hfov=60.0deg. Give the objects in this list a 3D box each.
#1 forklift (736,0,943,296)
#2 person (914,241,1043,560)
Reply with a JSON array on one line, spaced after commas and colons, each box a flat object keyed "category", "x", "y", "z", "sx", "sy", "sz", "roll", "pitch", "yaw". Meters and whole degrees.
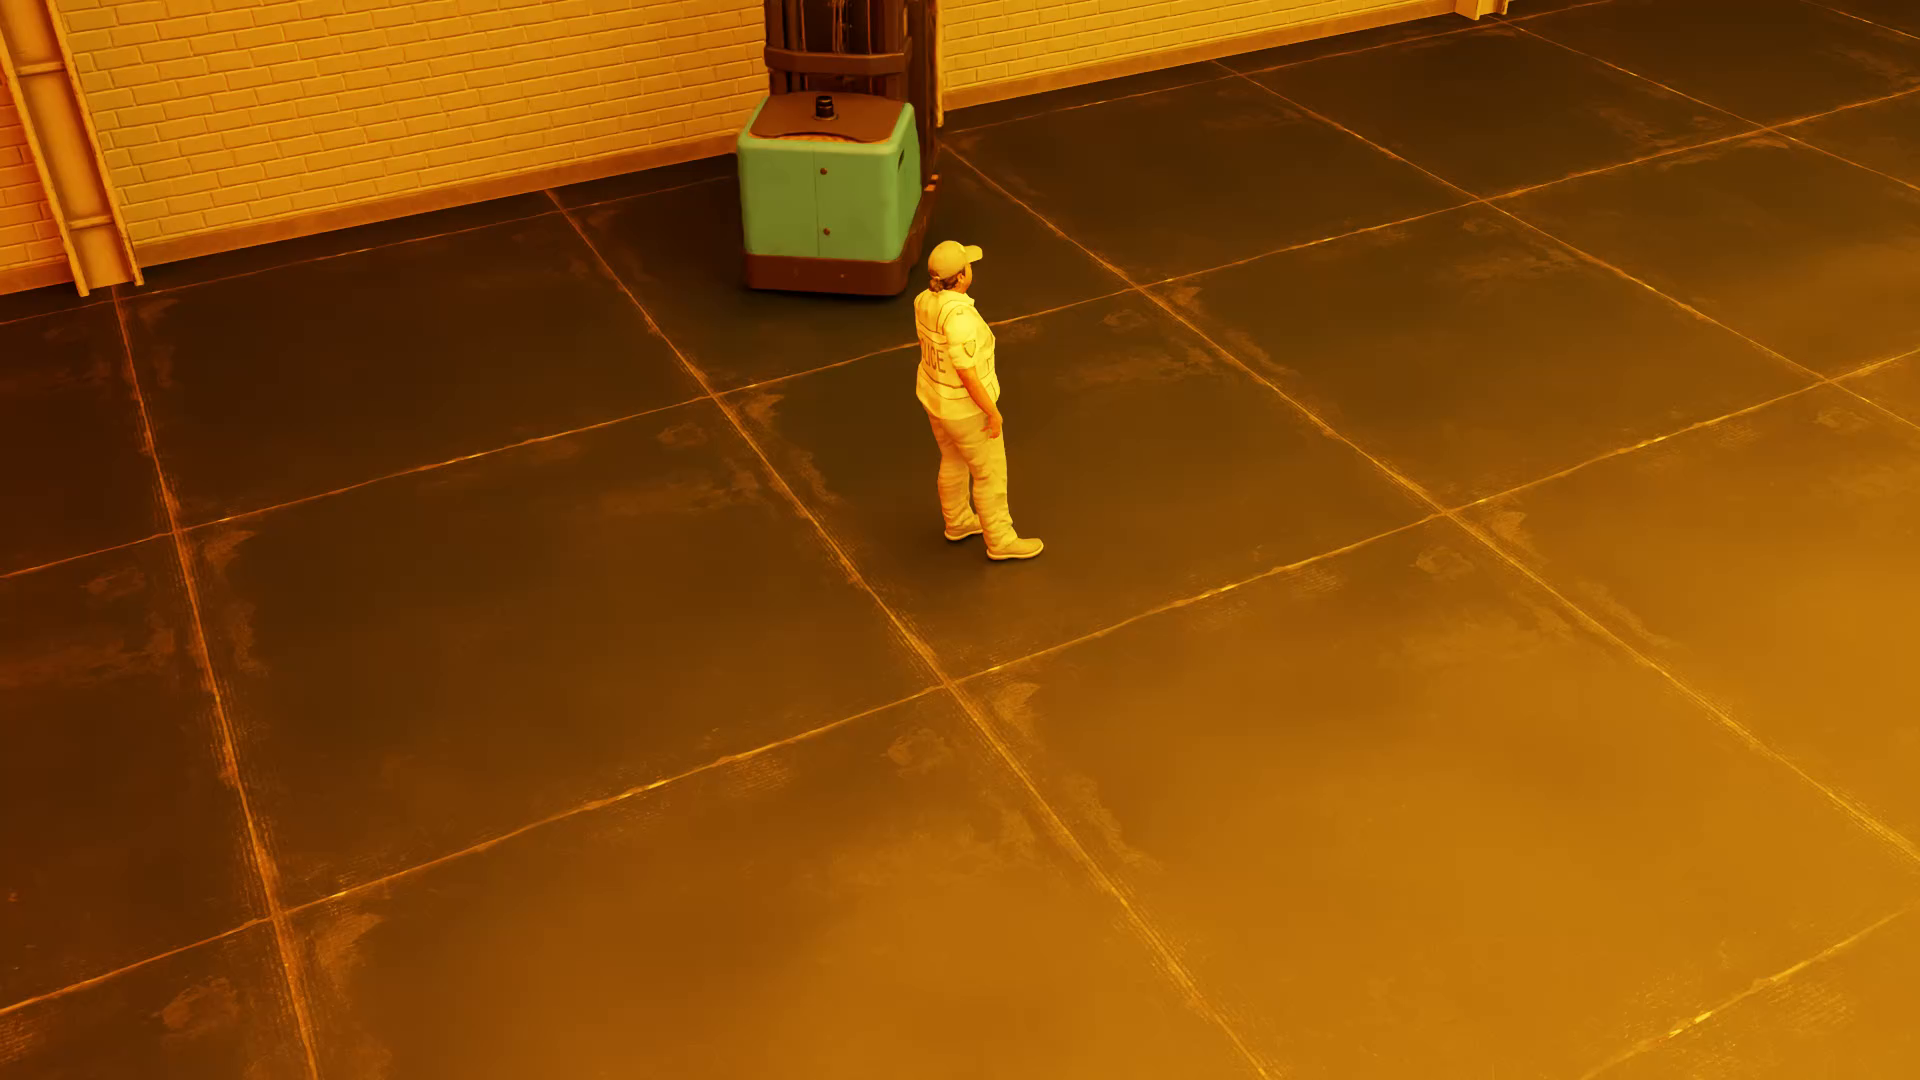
[{"category": "forklift", "x": -0.723, "y": -3.616, "z": 11.239, "sx": 1.130, "sy": 2.935, "sz": 3.031, "roll": 4, "pitch": 35, "yaw": 6}, {"category": "person", "x": 0.079, "y": -0.695, "z": 8.190, "sx": 0.529, "sy": 1.670, "sz": 0.598, "roll": -17, "pitch": 39, "yaw": -23}]
